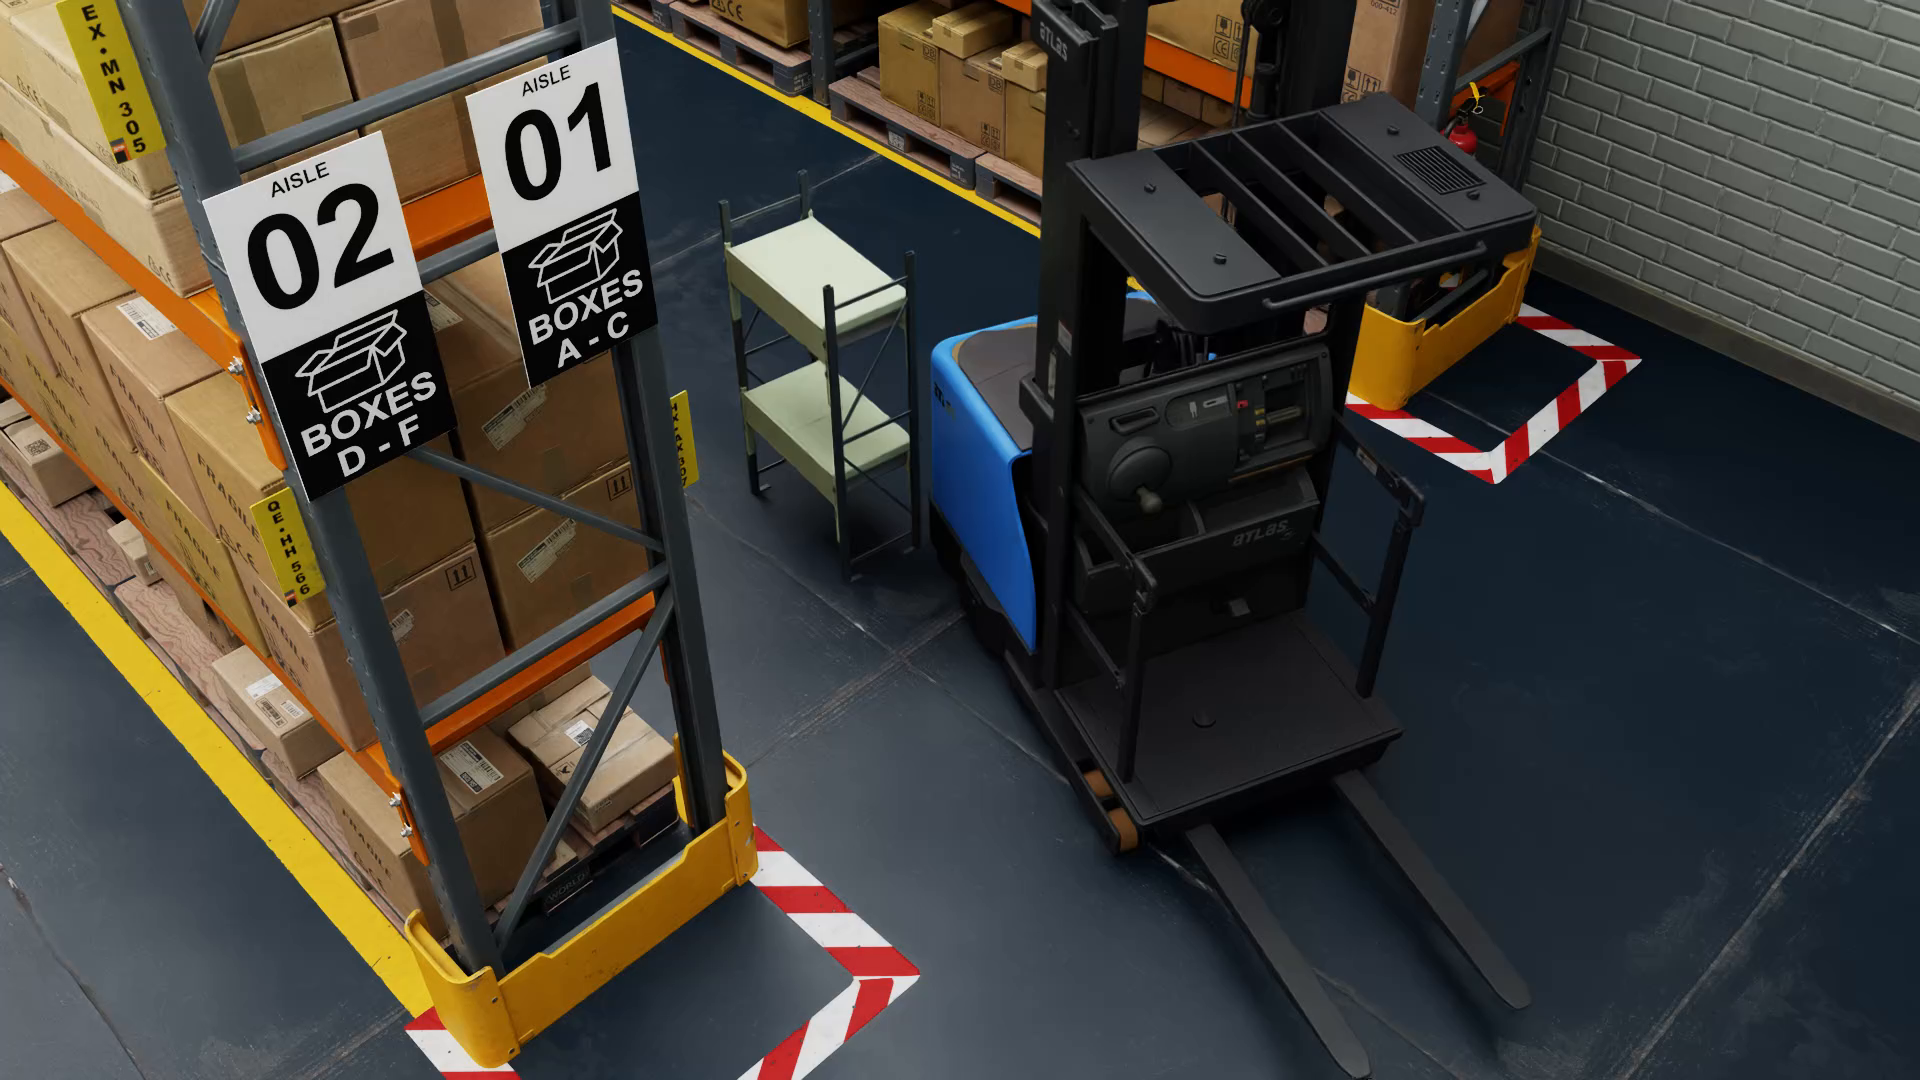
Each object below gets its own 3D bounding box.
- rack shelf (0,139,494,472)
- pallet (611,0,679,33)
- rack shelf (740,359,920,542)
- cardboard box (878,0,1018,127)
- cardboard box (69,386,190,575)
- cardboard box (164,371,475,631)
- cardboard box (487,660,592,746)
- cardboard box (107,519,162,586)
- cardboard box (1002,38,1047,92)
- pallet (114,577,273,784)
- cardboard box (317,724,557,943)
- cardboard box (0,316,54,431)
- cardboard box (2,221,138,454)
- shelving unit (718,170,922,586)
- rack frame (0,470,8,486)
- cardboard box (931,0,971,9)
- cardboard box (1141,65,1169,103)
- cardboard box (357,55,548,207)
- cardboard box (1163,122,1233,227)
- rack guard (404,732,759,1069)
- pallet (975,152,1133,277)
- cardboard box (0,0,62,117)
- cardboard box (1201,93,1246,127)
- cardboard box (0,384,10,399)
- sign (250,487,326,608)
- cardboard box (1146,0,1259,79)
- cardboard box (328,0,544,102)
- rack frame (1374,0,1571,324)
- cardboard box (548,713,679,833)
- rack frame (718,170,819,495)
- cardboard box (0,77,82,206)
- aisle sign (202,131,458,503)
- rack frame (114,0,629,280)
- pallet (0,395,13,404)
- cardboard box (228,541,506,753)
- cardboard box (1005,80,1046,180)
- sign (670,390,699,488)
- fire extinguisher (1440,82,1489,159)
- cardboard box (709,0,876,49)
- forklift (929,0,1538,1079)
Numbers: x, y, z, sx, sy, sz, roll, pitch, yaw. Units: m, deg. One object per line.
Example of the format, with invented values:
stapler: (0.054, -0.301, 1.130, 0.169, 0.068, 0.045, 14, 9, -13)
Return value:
rack shelf: (-2.591, -1.493, 4.975, 1.077, 0.370, 4.000, -34, 53, -31)
pallet: (-1.963, -3.889, 11.303, 1.003, 0.211, 1.213, -34, 53, -31)
rack shelf: (-0.553, -0.403, 7.061, 0.431, 0.370, 0.720, -27, 49, -26)
cardboard box: (-0.043, -2.820, 9.624, 0.700, 0.500, 0.500, -33, 52, -31)
cardboard box: (-2.405, -0.306, 5.297, 0.500, 0.500, 0.500, -34, 52, -31)
cardboard box: (-1.688, -0.180, 4.425, 0.500, 0.500, 0.500, 34, 52, 31)
cardboard box: (-1.715, 0.516, 6.183, 0.500, 0.250, 0.500, -34, 53, -31)
cardboard box: (-3.242, -0.021, 6.826, 0.380, 0.166, 0.250, -34, 53, -31)
cardboard box: (0.438, -2.556, 8.860, 0.250, 0.149, 0.380, 33, 52, 30)
pallet: (-2.653, 0.325, 6.743, 1.003, 0.211, 1.213, -34, 53, -31)
cardboard box: (-1.737, 0.919, 5.563, 0.500, 0.500, 0.500, -34, 53, -31)
cardboard box: (-3.121, -0.792, 5.823, 0.500, 0.500, 0.500, 34, 52, 31)
cardboard box: (-2.414, -0.670, 4.954, 0.500, 0.500, 0.500, -33, 52, -30)
shelving unit: (-0.553, -0.642, 6.840, 0.431, 1.500, 0.755, -27, 49, -26)
rack frame: (-4.003, -1.616, 6.789, 1.000, 3.000, 0.127, -34, 53, -31)
cardboard box: (-0.005, -3.223, 9.582, 0.250, 0.149, 0.380, 34, 52, 31)
cardboard box: (1.094, -2.477, 8.775, 0.380, 0.149, 0.250, -34, 52, -31)
cardboard box: (-1.361, -1.110, 4.141, 0.500, 0.250, 0.500, -34, 53, -31)
cardboard box: (1.408, -1.835, 8.558, 0.500, 0.500, 0.700, 34, 53, 31)
rack guard: (-1.232, 1.187, 5.597, 1.175, 0.500, 0.348, -34, 53, -31)
pallet: (0.849, -1.979, 9.236, 1.003, 0.211, 1.213, -34, 53, -31)
cardboard box: (-2.075, -1.289, 3.967, 0.500, 0.250, 0.500, -34, 53, -31)
cardboard box: (1.456, -2.232, 8.510, 0.380, 0.149, 0.250, -34, 52, -31)
cardboard box: (-4.555, -0.960, 7.596, 0.500, 0.500, 0.500, 34, 52, 31)
sign: (-1.586, 0.021, 3.931, 0.100, 0.325, 0.005, -34, 53, -31)
cardboard box: (1.437, -2.765, 7.811, 0.700, 0.700, 0.980, 34, 52, 31)
cardboard box: (-1.357, -1.296, 3.974, 0.500, 0.250, 0.500, -34, 53, -31)
rack frame: (2.326, -2.070, 7.280, 1.000, 3.000, 0.127, -34, 53, -31)
cardboard box: (-1.231, 0.825, 5.923, 0.380, 0.149, 0.250, -34, 53, -31)
rack frame: (-0.774, -0.841, 7.055, 0.400, 1.500, 0.023, -27, 49, -26)
cardboard box: (-2.073, -1.107, 4.138, 0.500, 0.250, 0.500, -34, 53, -31)
aisle sign: (-1.347, -0.470, 3.632, 0.394, 0.787, 0.004, -34, 53, -31)
rack frame: (-1.178, -1.898, 2.673, 1.000, 3.000, 0.127, -34, 53, -31)
pallet: (-4.604, -0.965, 8.139, 1.003, 0.211, 1.213, -34, 53, -31)
cardboard box: (-1.687, 0.184, 4.767, 0.500, 0.500, 0.500, -32, 52, -30)
cardboard box: (0.670, -2.329, 9.093, 0.700, 0.500, 0.500, -33, 52, -30)
sign: (-0.794, -0.272, 4.697, 0.100, 0.325, 0.005, -34, 53, -31)
fire extinguisher: (2.106, -1.611, 7.115, 0.296, 0.674, 0.183, -34, 53, -31)
cardboard box: (-1.050, -3.607, 10.218, 0.750, 0.750, 0.750, -33, 52, -31)
forklift: (0.921, -0.280, 5.394, 1.130, 2.935, 3.031, -16, 45, -17)
